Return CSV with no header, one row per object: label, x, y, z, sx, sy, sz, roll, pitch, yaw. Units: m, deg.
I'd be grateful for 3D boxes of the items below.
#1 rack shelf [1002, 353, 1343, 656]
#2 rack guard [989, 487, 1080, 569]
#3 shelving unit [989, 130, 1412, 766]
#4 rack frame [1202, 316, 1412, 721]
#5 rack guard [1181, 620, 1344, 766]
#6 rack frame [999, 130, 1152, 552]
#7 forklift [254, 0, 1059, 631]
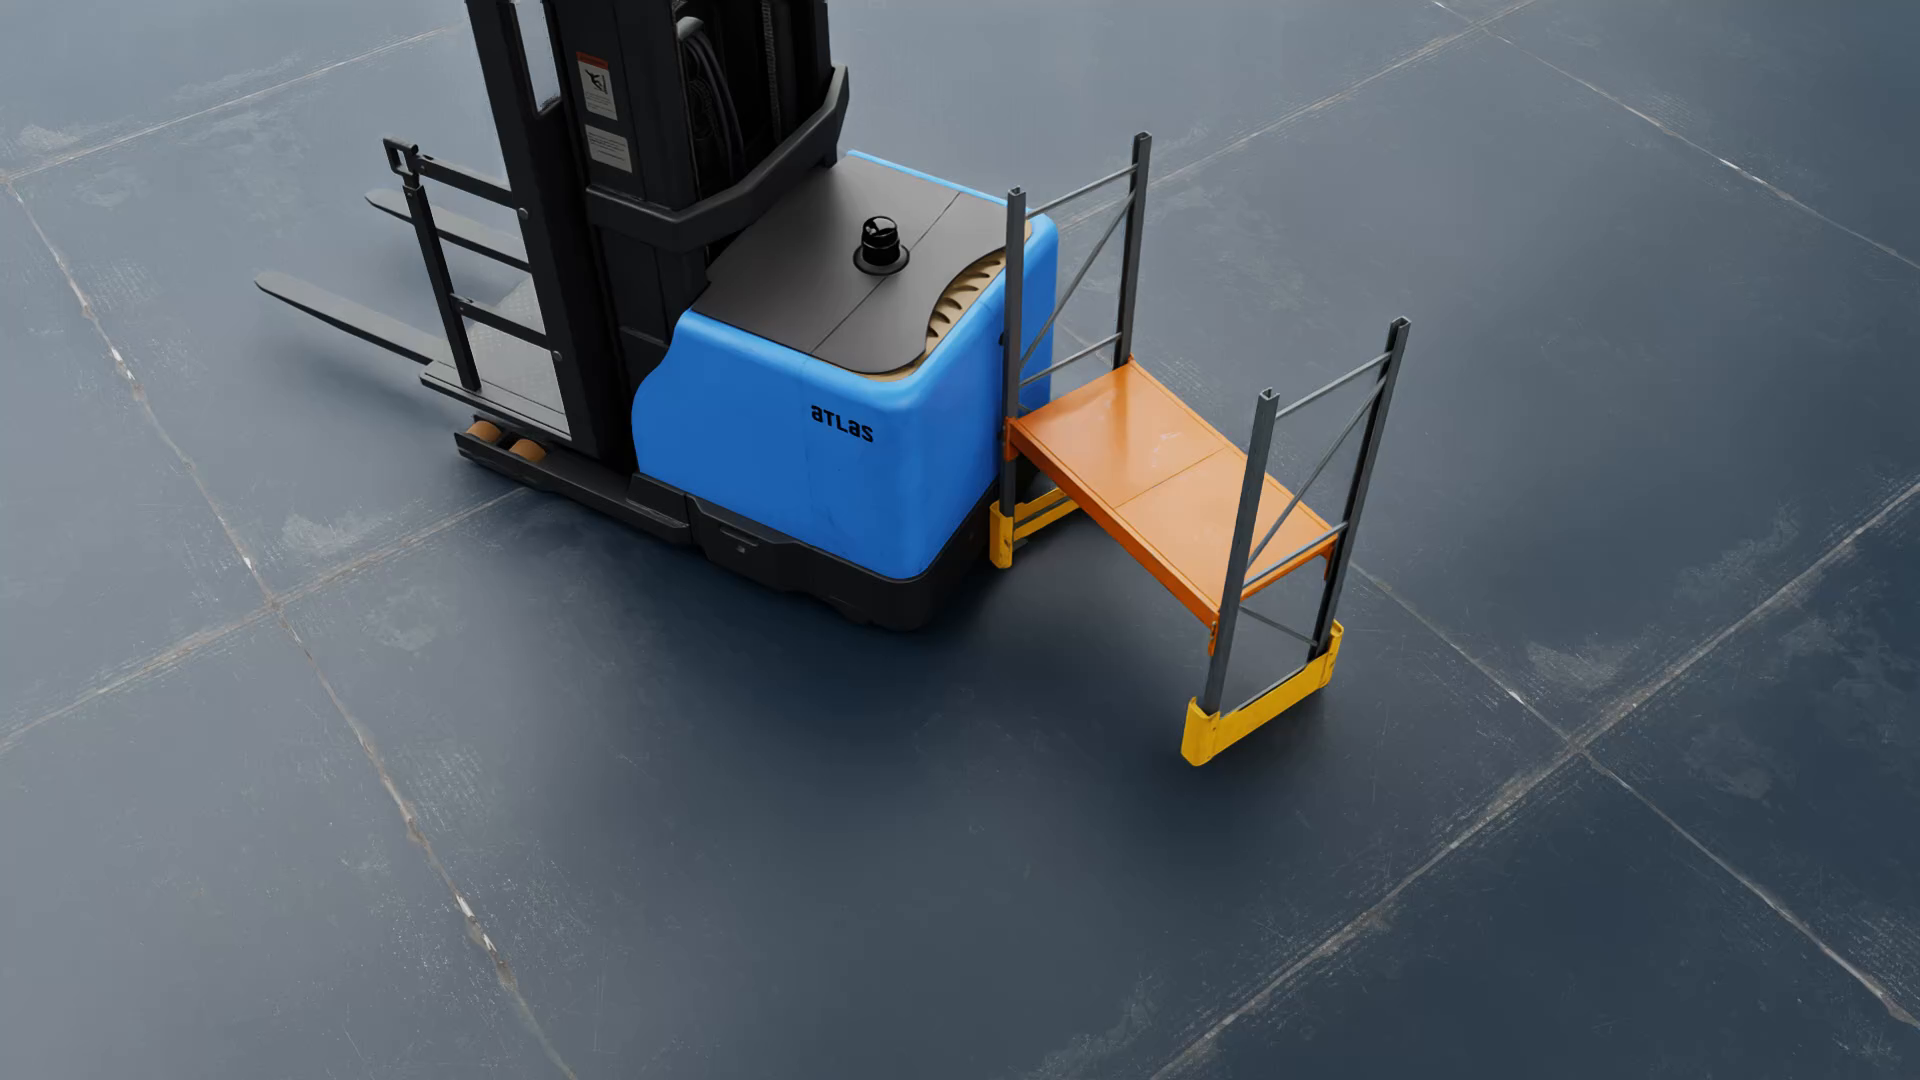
rack shelf,0.640,-0.136,5.104,0.538,0.185,1.000,-28,54,-23
rack guard,0.353,-0.131,5.700,0.587,0.250,0.087,-28,54,-23
shelving unit,0.645,-0.252,4.966,0.587,1.500,1.083,-28,54,-23
rack frame,0.938,0.048,4.694,0.500,1.500,0.032,-28,54,-23
rack guard,0.938,0.467,5.158,0.587,0.250,0.087,-28,54,-23
rack frame,0.342,-0.562,5.247,0.500,1.500,0.032,-28,54,-23
forklift,-1.214,-1.497,5.129,3.031,2.935,1.130,22,52,19
